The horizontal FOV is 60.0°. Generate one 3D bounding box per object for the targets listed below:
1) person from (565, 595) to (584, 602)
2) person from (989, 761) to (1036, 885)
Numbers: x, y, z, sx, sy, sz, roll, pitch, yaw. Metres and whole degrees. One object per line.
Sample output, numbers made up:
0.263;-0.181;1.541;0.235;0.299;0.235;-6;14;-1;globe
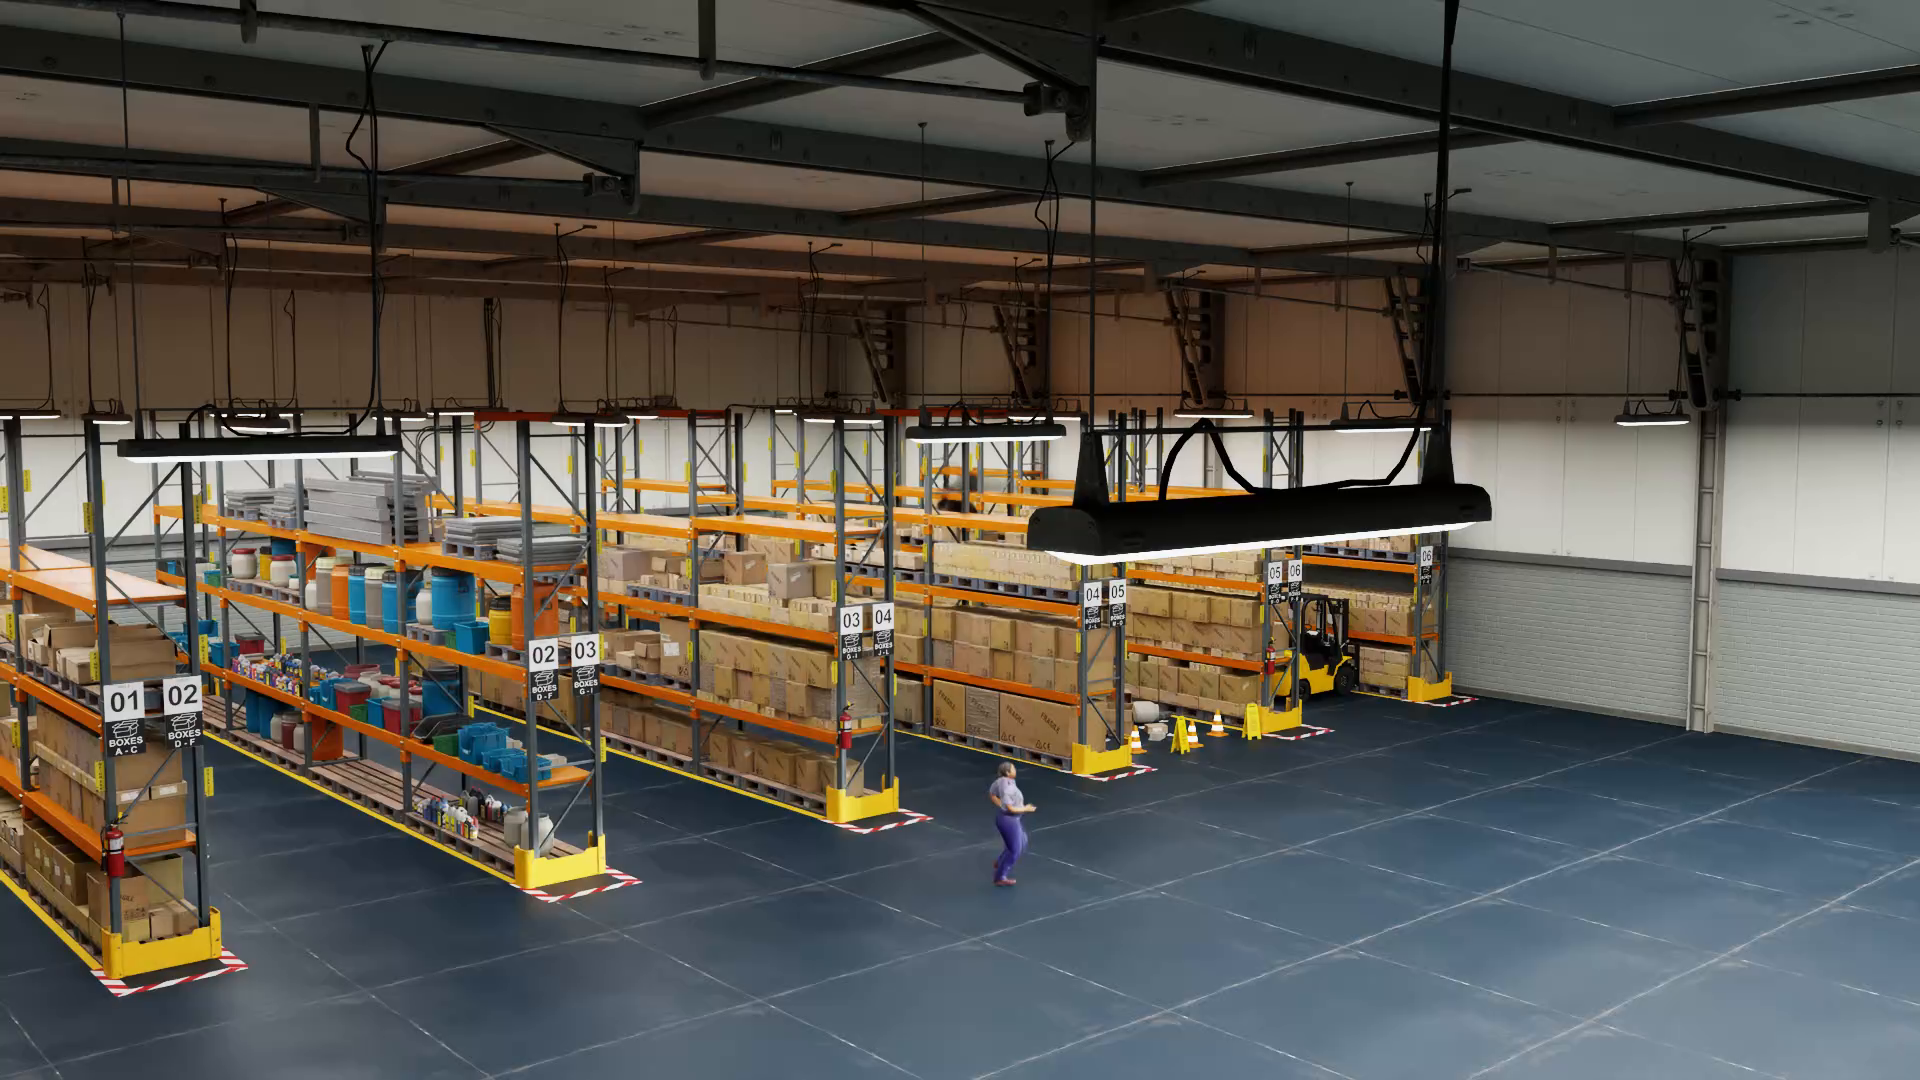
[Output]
-9.289;1.981;40.001;0.693;1.703;0.567;1;5;11;person
0.687;3.638;21.452;0.550;1.603;0.594;-1;5;-10;person
